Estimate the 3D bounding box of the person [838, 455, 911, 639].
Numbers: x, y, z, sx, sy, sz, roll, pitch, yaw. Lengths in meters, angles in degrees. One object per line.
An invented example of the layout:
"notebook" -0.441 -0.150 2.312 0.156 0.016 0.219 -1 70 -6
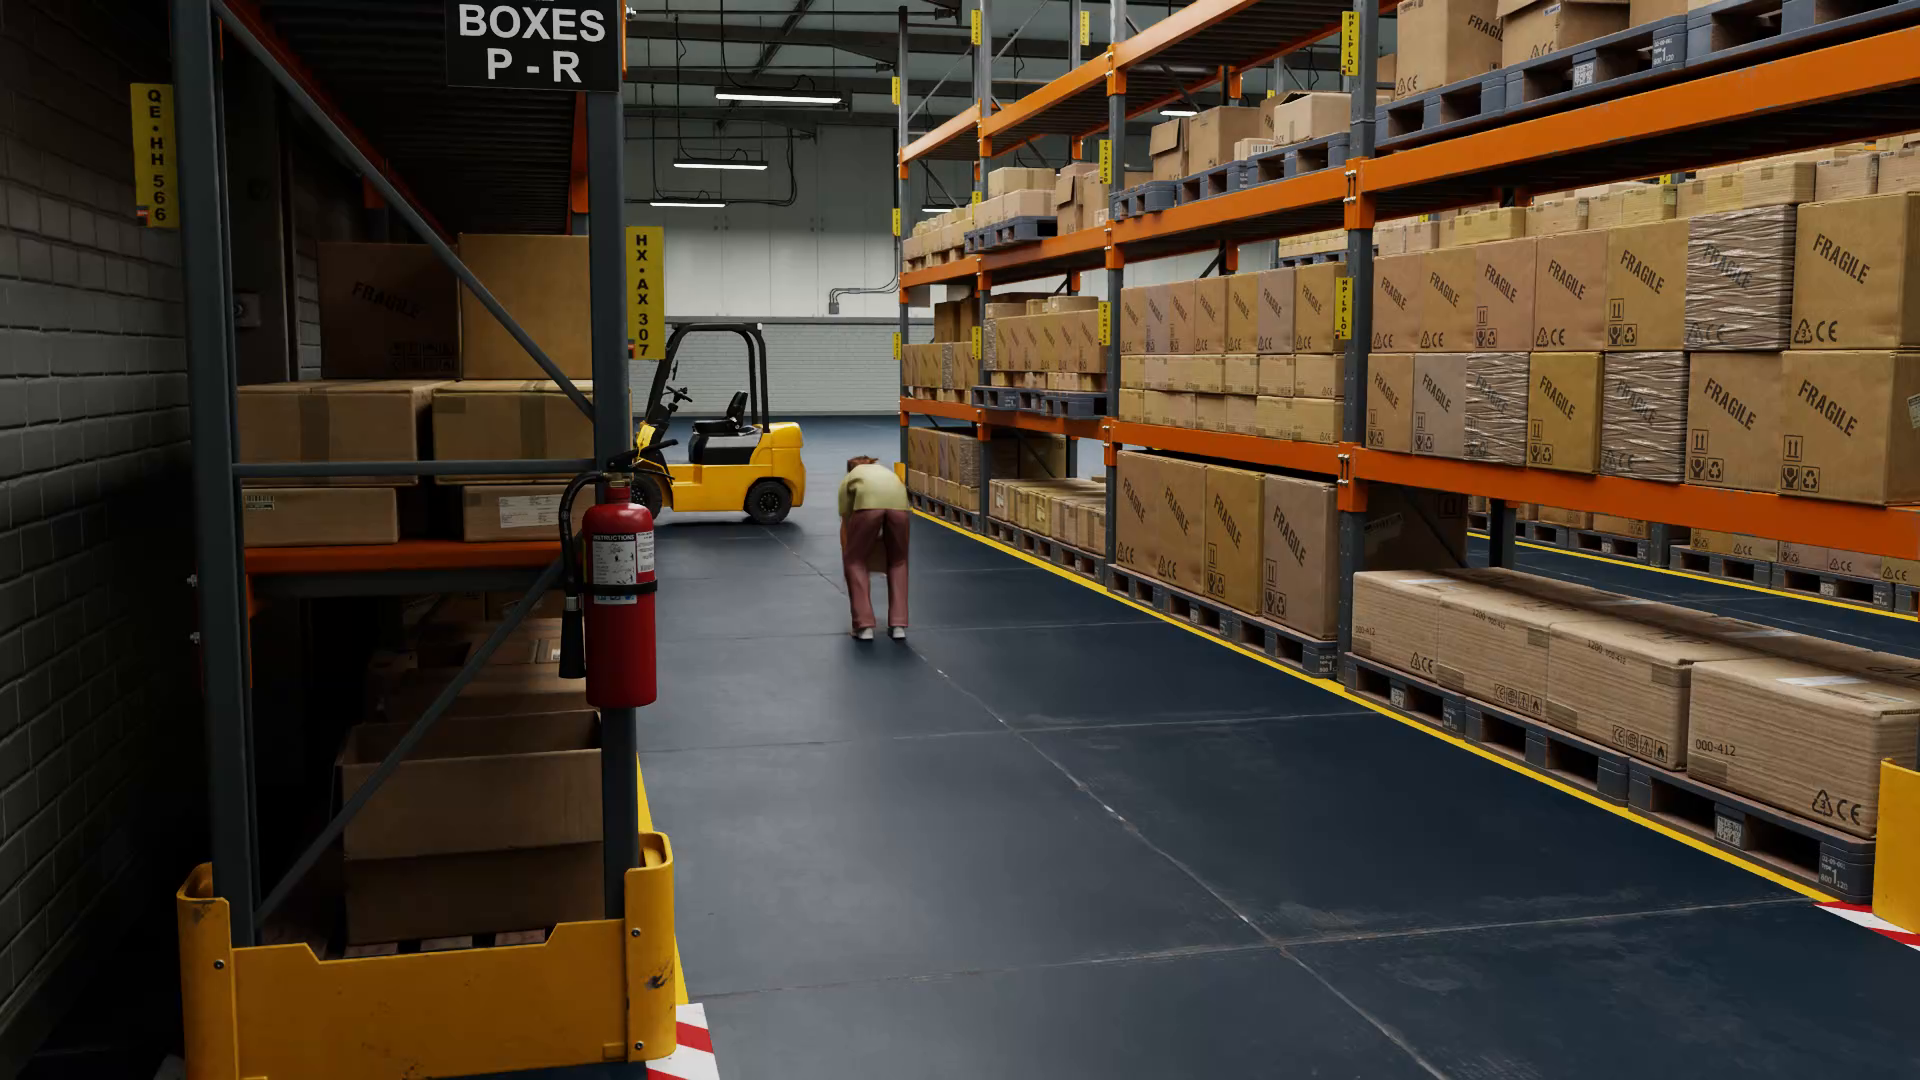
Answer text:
"person" -0.575 0.027 10.808 0.421 1.158 0.865 -2 6 -15
